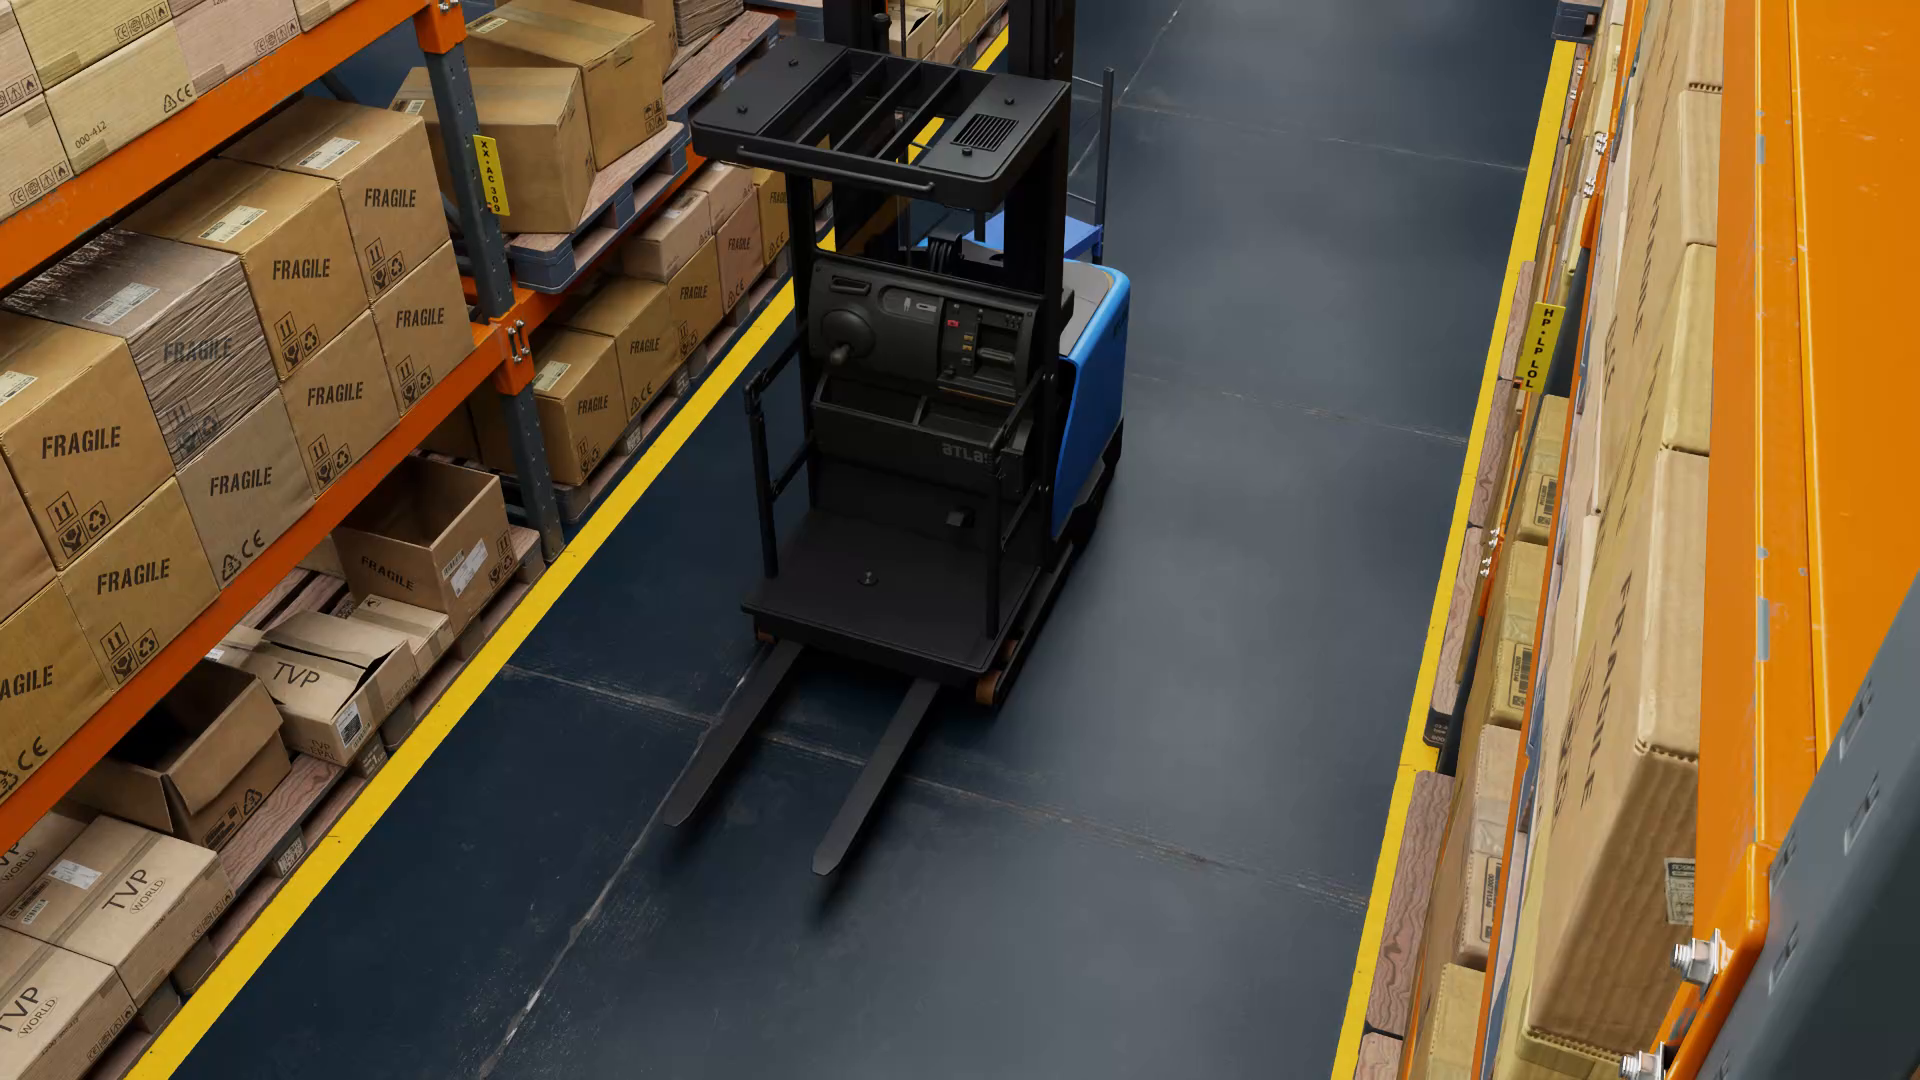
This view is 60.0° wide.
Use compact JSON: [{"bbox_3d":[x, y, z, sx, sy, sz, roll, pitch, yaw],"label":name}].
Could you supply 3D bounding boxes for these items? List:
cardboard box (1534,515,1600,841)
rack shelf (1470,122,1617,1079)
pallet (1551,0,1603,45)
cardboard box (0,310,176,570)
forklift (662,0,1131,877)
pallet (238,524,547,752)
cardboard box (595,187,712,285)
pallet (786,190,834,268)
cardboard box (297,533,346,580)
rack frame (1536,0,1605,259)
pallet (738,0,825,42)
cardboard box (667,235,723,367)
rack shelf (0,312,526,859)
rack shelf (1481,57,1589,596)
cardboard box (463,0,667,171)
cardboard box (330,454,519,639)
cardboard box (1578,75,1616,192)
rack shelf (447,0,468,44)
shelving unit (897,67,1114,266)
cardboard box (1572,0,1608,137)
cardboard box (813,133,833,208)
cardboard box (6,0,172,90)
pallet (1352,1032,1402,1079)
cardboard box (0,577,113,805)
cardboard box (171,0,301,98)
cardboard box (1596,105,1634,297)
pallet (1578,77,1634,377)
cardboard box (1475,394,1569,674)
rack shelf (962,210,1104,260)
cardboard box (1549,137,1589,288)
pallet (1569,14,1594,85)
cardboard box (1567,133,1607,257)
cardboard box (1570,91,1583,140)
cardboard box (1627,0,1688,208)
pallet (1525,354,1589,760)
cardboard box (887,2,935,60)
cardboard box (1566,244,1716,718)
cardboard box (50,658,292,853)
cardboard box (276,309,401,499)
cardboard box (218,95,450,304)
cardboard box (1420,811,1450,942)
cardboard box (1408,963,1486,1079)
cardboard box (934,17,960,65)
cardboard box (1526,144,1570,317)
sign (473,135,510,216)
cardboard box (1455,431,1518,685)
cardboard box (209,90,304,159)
[{"bbox_3d":[1.161,0.254,2.499,0.500,0.250,0.500,12,42,13],"label":"cardboard box"},{"bbox_3d":[1.667,0.272,3.317,1.077,0.370,4.000,13,42,15],"label":"rack shelf"},{"bbox_3d":[3.862,-2.906,8.946,1.213,0.211,1.003,13,42,15],"label":"pallet"},{"bbox_3d":[-2.753,-0.303,4.901,0.500,0.500,0.500,13,42,15],"label":"cardboard box"},{"bbox_3d":[-0.232,-0.735,6.307,1.130,2.935,3.031,14,43,16],"label":"forklift"},{"bbox_3d":[-2.541,0.302,7.188,1.003,0.211,1.213,13,42,15],"label":"pallet"},{"bbox_3d":[-1.569,-1.530,8.196,0.500,0.250,0.500,13,42,15],"label":"cardboard box"},{"bbox_3d":[-1.228,-2.110,10.014,1.003,0.211,1.213,13,42,15],"label":"pallet"},{"bbox_3d":[-2.652,-0.114,7.259,0.500,0.311,0.500,13,42,15],"label":"cardboard box"},{"bbox_3d":[3.719,-2.520,8.347,1.000,3.000,0.127,13,42,15],"label":"rack frame"},{"bbox_3d":[-1.103,-3.116,9.192,1.213,0.211,1.003,13,42,15],"label":"pallet"},{"bbox_3d":[-1.561,-1.266,8.464,0.500,0.500,0.500,14,42,16],"label":"cardboard box"},{"bbox_3d":[-2.989,0.316,5.577,1.077,0.370,4.000,13,42,15],"label":"rack shelf"},{"bbox_3d":[3.035,-1.027,7.150,1.077,0.370,4.000,13,42,15],"label":"rack shelf"},{"bbox_3d":[-1.758,-2.048,7.393,0.700,0.500,0.500,20,44,22],"label":"cardboard box"},{"bbox_3d":[-2.234,0.016,6.961,0.500,0.500,0.500,13,42,15],"label":"cardboard box"},{"bbox_3d":[2.629,-1.487,6.236,0.500,0.250,0.500,14,42,16],"label":"cardboard box"},{"bbox_3d":[-1.622,-3.265,7.463,1.077,0.370,4.000,13,42,15],"label":"rack shelf"},{"bbox_3d":[0.229,-1.545,8.359,0.538,1.500,1.048,27,47,28],"label":"shelving unit"},{"bbox_3d":[3.124,-2.122,7.559,0.500,0.500,0.500,15,43,17],"label":"cardboard box"},{"bbox_3d":[-1.037,-2.211,9.572,0.500,0.500,0.500,15,43,17],"label":"cardboard box"},{"bbox_3d":[-2.564,-1.487,4.554,0.500,0.250,0.500,13,42,15],"label":"cardboard box"},{"bbox_3d":[1.602,2.173,4.994,1.003,0.211,1.213,13,42,15],"label":"pallet"},{"bbox_3d":[-2.928,0.390,4.858,0.500,0.500,0.500,13,42,15],"label":"cardboard box"},{"bbox_3d":[-2.403,-1.604,5.077,0.500,0.250,0.500,13,42,15],"label":"cardboard box"},{"bbox_3d":[1.679,-0.692,3.608,0.500,0.250,0.500,12,42,14],"label":"cardboard box"},{"bbox_3d":[2.061,-0.691,3.960,1.003,0.211,1.213,13,42,15],"label":"pallet"},{"bbox_3d":[2.150,0.132,5.006,0.980,0.700,0.700,14,42,16],"label":"cardboard box"},{"bbox_3d":[0.229,-1.408,8.476,0.538,0.185,1.000,27,47,28],"label":"rack shelf"},{"bbox_3d":[2.617,-1.195,6.471,0.500,0.500,0.500,13,42,15],"label":"cardboard box"},{"bbox_3d":[4.822,-3.424,11.554,1.003,0.211,1.213,13,42,15],"label":"pallet"},{"bbox_3d":[2.454,-1.176,5.872,0.500,0.250,0.500,14,42,16],"label":"cardboard box"},{"bbox_3d":[3.124,-1.988,7.901,0.380,0.149,0.250,15,43,16],"label":"cardboard box"},{"bbox_3d":[1.674,-0.960,3.344,0.500,0.500,0.500,12,42,14],"label":"cardboard box"},{"bbox_3d":[1.642,0.050,3.091,1.003,0.211,1.213,13,42,15],"label":"pallet"},{"bbox_3d":[-0.483,-3.199,10.505,0.500,0.311,0.500,15,43,17],"label":"cardboard box"},{"bbox_3d":[1.158,-0.018,2.240,0.500,0.500,0.500,15,43,16],"label":"cardboard box"},{"bbox_3d":[-2.943,0.751,6.096,0.797,0.503,0.637,13,42,15],"label":"cardboard box"},{"bbox_3d":[-2.410,-0.539,5.948,0.500,0.500,0.500,14,43,16],"label":"cardboard box"},{"bbox_3d":[-2.235,-1.230,5.987,0.500,0.500,0.500,14,42,15],"label":"cardboard box"},{"bbox_3d":[1.999,1.144,5.654,0.700,0.500,0.500,14,42,16],"label":"cardboard box"},{"bbox_3d":[1.386,1.485,3.420,0.980,0.700,0.700,13,42,15],"label":"cardboard box"},{"bbox_3d":[-0.311,-3.292,11.046,0.500,0.250,0.500,12,42,14],"label":"cardboard box"},{"bbox_3d":[3.344,-1.443,8.417,0.750,0.750,0.750,13,42,15],"label":"cardboard box"},{"bbox_3d":[-1.793,-1.391,6.356,0.100,0.325,0.005,13,42,15],"label":"sign"},{"bbox_3d":[2.451,0.152,6.547,0.750,0.750,0.750,14,42,16],"label":"cardboard box"},{"bbox_3d":[-2.731,-1.371,6.153,0.500,0.500,0.500,14,43,16],"label":"cardboard box"}]
